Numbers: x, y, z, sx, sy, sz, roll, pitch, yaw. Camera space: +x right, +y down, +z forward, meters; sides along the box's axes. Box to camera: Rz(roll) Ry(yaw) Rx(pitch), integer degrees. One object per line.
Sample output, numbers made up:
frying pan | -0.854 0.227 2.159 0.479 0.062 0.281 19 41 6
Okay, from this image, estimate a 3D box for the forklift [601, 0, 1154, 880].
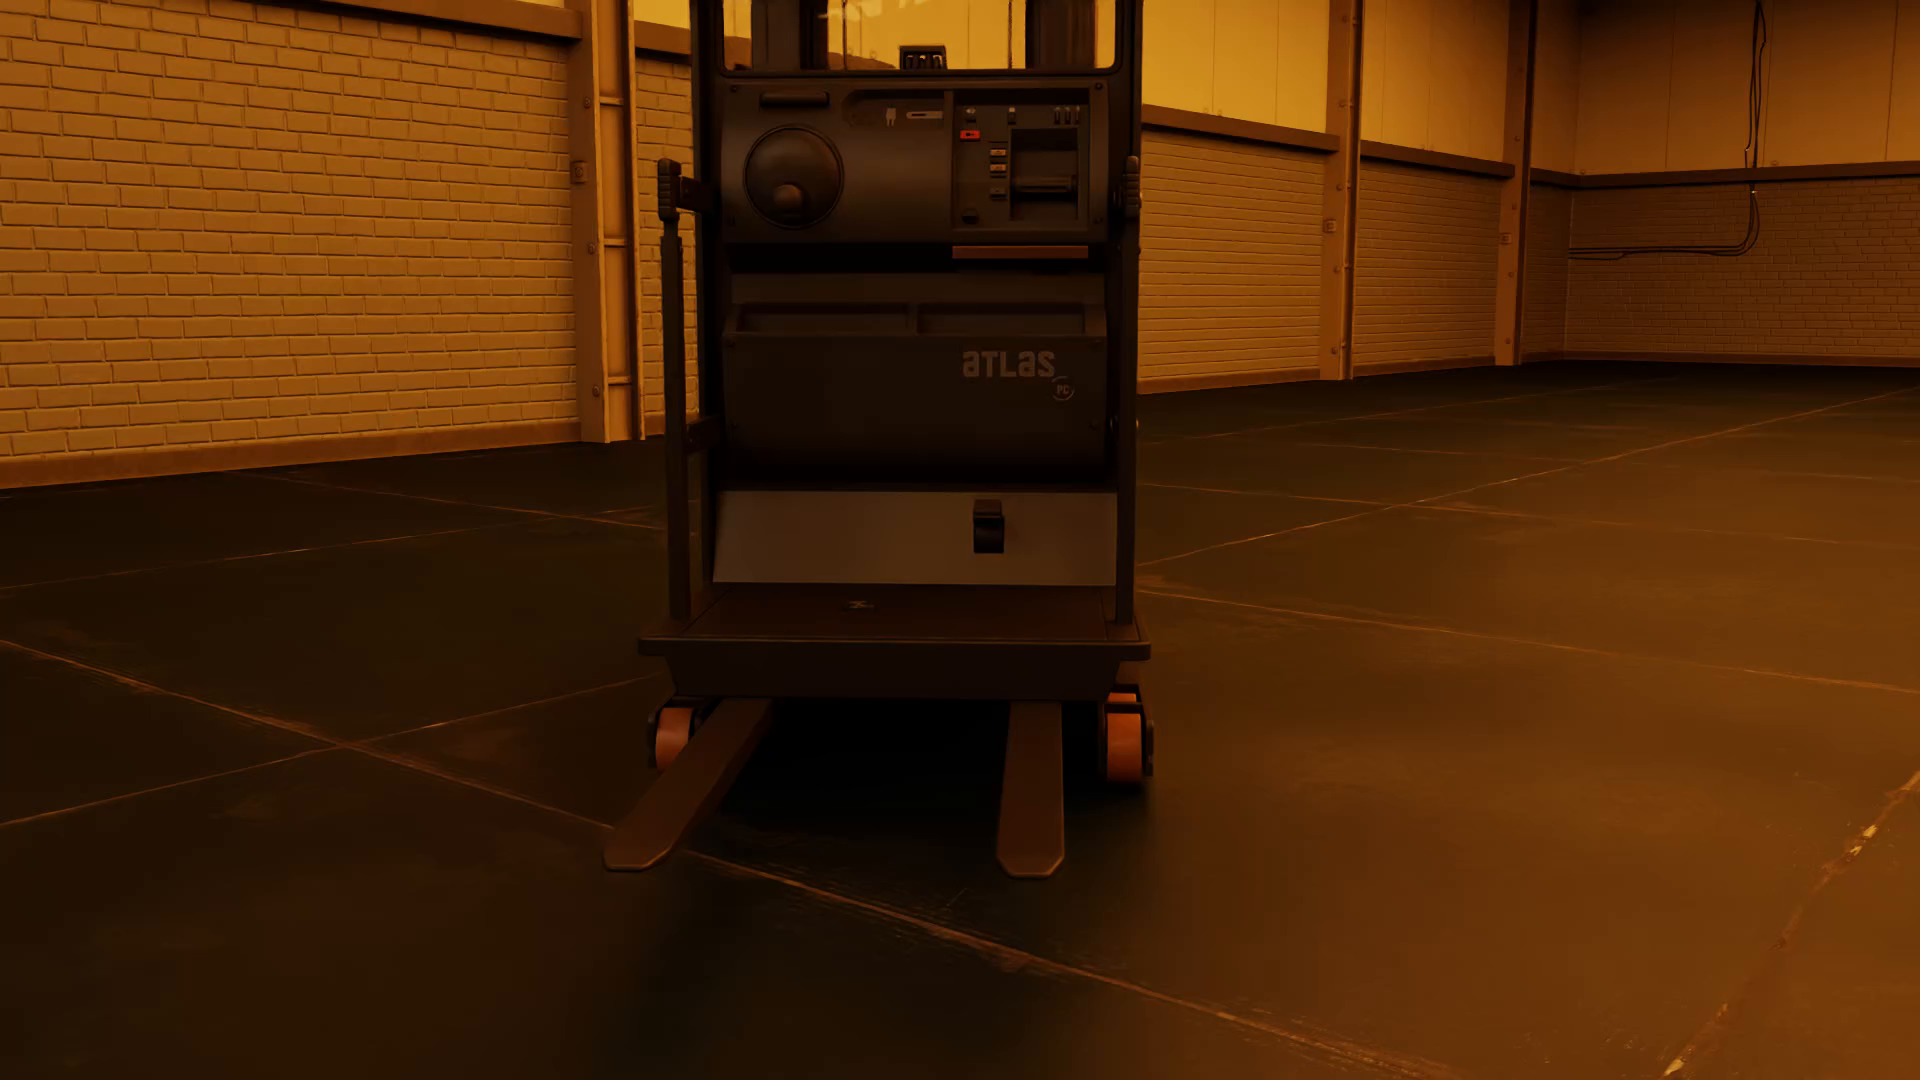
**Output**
forklift | -0.118 -0.953 3.796 1.130 2.935 3.031 0 8 3
